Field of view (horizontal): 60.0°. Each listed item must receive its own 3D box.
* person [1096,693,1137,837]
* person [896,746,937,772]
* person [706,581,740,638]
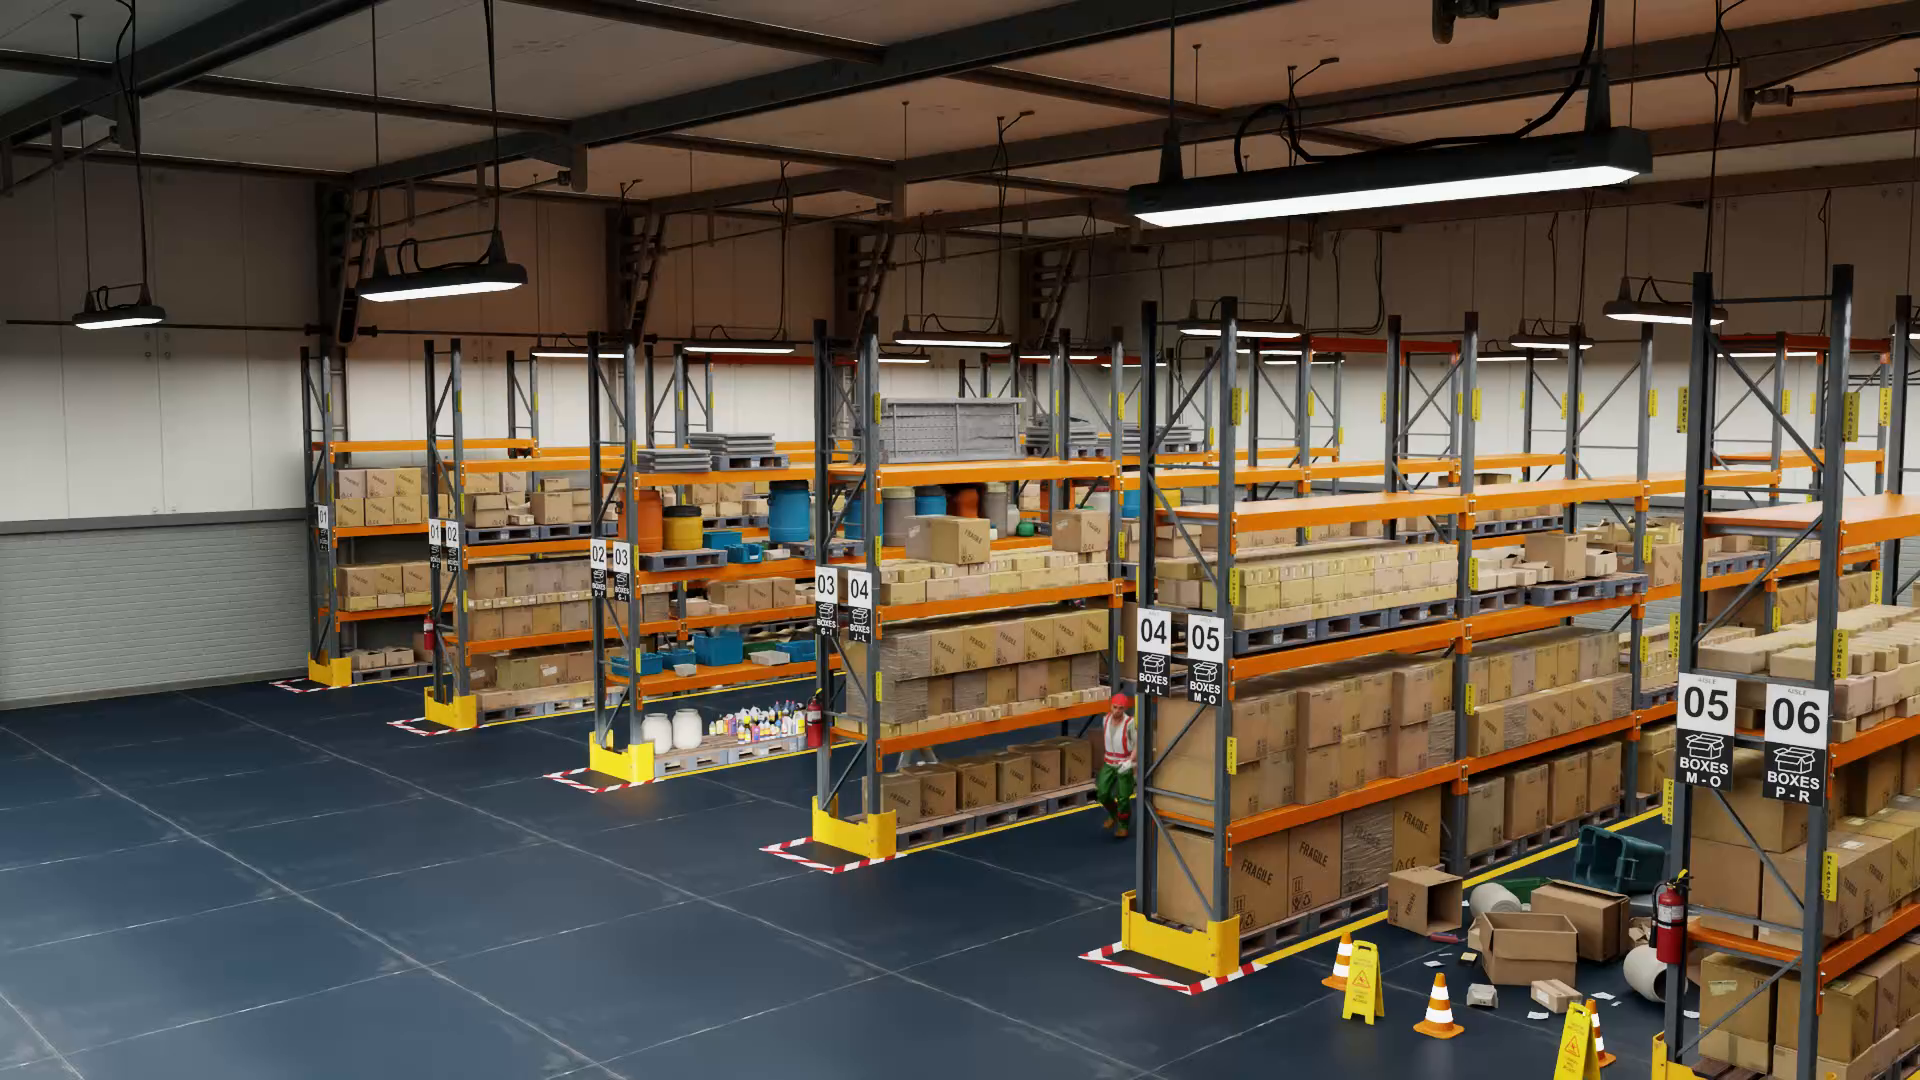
[{"bbox_3d":[1.823,2.602,19.153,0.650,1.726,0.824,3,6,30],"label":"person"},{"bbox_3d":[-0.634,2.330,22.219,0.766,1.663,0.615,-1,5,-16],"label":"person"},{"bbox_3d":[-4.441,1.566,31.627,0.738,1.637,0.884,2,6,24],"label":"person"}]
